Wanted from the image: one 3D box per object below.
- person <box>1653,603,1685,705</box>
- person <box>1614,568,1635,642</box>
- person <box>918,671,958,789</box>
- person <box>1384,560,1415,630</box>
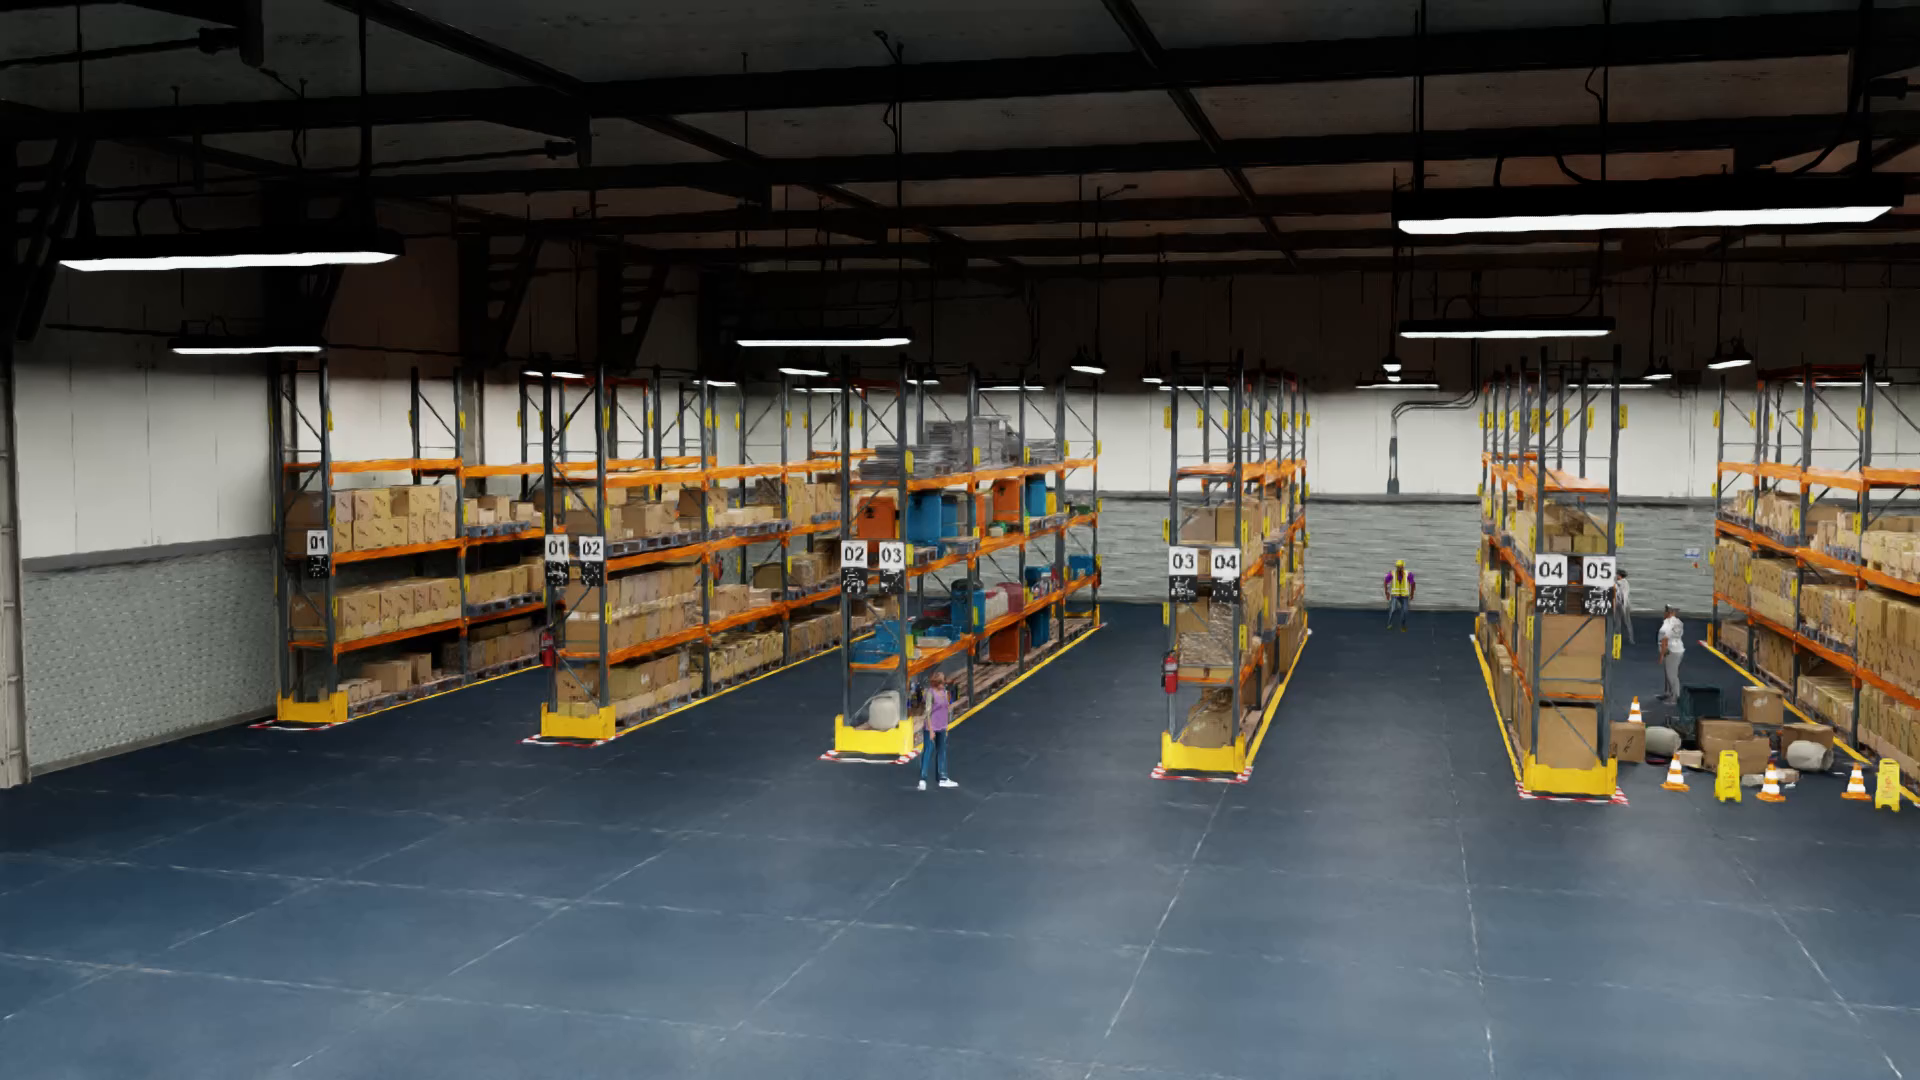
[{"bbox_3d":[12.527,2.001,29.404,0.578,1.746,0.655,4,6,44],"label":"person"},{"bbox_3d":[14.948,1.473,37.535,0.525,1.667,0.589,0,4,-1],"label":"person"},{"bbox_3d":[-0.340,2.575,22.569,0.422,1.599,0.522,3,5,36],"label":"person"},{"bbox_3d":[10.448,1.311,39.550,0.719,1.714,0.578,1,4,13],"label":"person"}]
